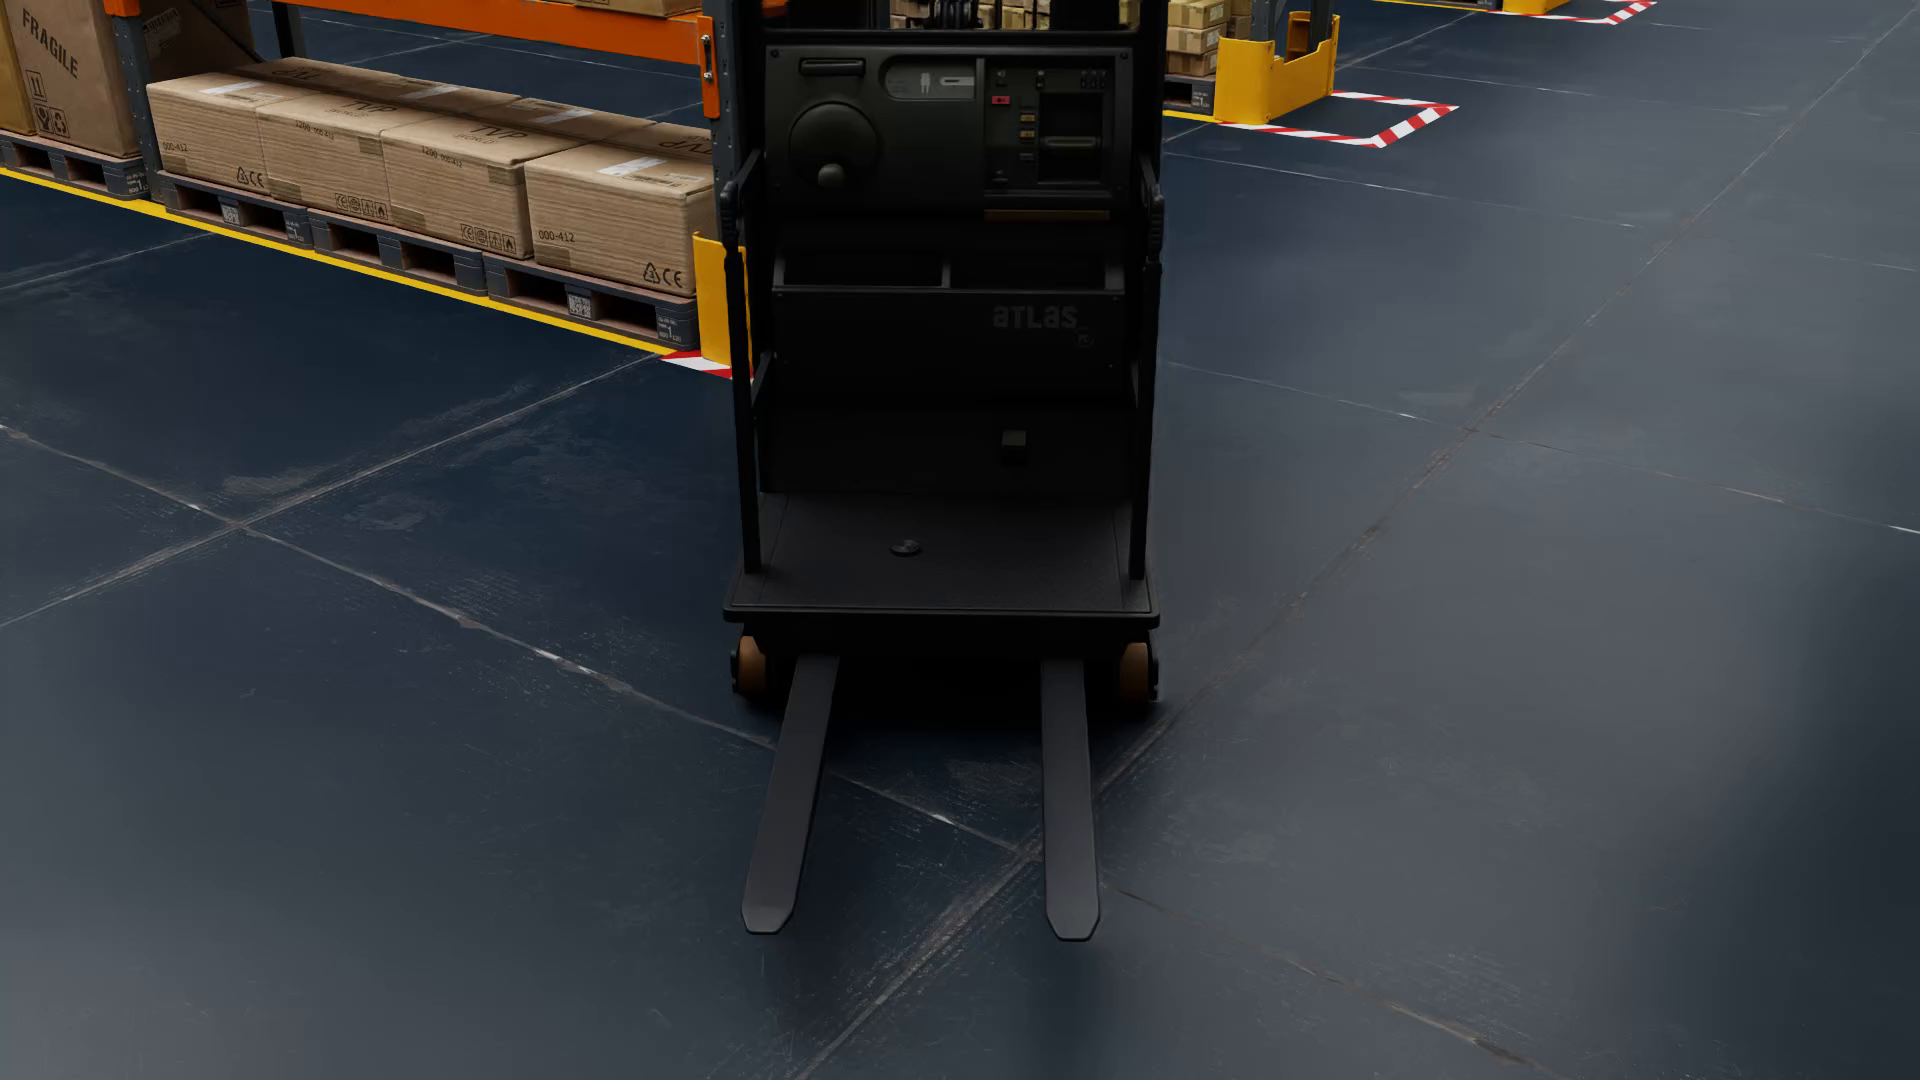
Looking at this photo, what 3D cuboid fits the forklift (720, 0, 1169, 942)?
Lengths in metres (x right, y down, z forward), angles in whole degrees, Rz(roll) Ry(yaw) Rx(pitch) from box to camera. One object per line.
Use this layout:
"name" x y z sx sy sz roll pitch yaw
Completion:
"forklift" -0.034 -1.022 4.026 1.130 2.935 3.031 1 27 2

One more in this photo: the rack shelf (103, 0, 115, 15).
"rack shelf" -5.563 -3.478 9.570 4.000 0.370 1.077 17 32 30

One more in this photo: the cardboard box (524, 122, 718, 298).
"cardboard box" -1.218 -1.435 7.124 0.875 0.438 0.875 16 31 29

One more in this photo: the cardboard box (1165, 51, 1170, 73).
"cardboard box" 1.281 -3.136 10.786 0.250 0.149 0.380 18 32 32

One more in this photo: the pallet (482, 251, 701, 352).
"pallet" -1.321 -1.191 7.357 1.213 0.211 1.003 17 32 30

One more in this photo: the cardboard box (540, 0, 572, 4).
"cardboard box" -1.570 -2.462 6.670 0.500 0.500 0.500 17 31 29

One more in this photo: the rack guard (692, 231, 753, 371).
"rack guard" -0.597 -1.137 6.934 0.348 0.500 1.175 17 32 30

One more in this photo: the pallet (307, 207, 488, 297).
"pallet" -2.322 -1.504 7.974 1.213 0.211 1.003 17 32 30

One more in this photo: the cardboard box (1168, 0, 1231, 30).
"cardboard box" 1.522 -3.357 10.564 0.250 0.149 0.380 18 32 31

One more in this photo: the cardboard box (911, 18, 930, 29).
"cardboard box" -0.144 -3.649 11.793 0.250 0.149 0.380 16 31 28

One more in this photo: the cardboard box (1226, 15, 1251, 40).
"cardboard box" 1.816 -3.414 11.003 0.250 0.149 0.380 19 32 32

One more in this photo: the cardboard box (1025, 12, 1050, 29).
"cardboard box" 0.642 -3.473 11.120 0.250 0.149 0.380 18 32 31

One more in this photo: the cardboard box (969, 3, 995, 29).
"cardboard box" 0.198 -3.606 11.381 0.250 0.149 0.380 18 32 31

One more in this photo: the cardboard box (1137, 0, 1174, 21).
"cardboard box" 1.348 -3.443 10.733 0.250 0.149 0.380 18 32 31

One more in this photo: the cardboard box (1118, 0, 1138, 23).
"cardboard box" 1.062 -3.462 10.770 0.250 0.149 0.380 17 31 29

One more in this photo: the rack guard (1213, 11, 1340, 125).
"rack guard" 2.039 -3.040 10.672 0.348 0.500 1.175 17 32 30

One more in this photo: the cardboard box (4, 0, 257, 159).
"cardboard box" -4.471 -2.654 9.038 0.875 0.875 0.875 18 32 32

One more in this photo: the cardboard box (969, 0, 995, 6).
"cardboard box" 0.245 -3.766 11.368 0.250 0.149 0.380 17 32 31

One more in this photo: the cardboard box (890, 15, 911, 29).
"cardboard box" -0.386 -3.705 11.903 0.250 0.149 0.380 17 31 29

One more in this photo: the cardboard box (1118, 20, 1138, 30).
"cardboard box" 1.076 -3.345 10.868 0.250 0.149 0.380 16 31 28

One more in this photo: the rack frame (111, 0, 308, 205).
"rack frame" -3.914 -3.285 8.397 0.127 3.000 1.000 17 32 30

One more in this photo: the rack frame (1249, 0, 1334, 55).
"rack frame" 2.102 -4.134 10.066 0.127 3.000 1.000 17 32 30

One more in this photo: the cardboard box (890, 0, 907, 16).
"cardboard box" -0.376 -3.847 11.854 0.250 0.149 0.380 16 31 28

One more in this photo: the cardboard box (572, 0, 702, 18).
"cardboard box" -1.165 -2.327 6.405 0.500 0.500 0.500 18 32 31

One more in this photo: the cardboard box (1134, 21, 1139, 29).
"cardboard box" 1.320 -3.299 10.778 0.250 0.149 0.380 16 31 29

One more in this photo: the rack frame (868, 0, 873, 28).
"rack frame" -0.390 -1.540 5.951 0.015 2.100 0.400 11 29 20

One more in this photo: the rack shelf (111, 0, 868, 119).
"rack shelf" -2.266 -2.451 7.551 4.000 0.370 1.077 17 32 30

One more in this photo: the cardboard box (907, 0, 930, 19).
"cardboard box" -0.163 -3.767 11.698 0.250 0.149 0.380 19 33 33

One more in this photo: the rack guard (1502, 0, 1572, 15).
"rack guard" 5.013 -4.842 14.214 0.348 0.500 1.175 17 32 30

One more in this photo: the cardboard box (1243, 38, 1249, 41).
"cardboard box" 1.851 -3.305 11.117 0.250 0.149 0.380 18 32 31

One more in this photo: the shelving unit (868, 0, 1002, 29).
"shelving unit" -0.165 -1.495 5.868 0.503 2.100 0.431 11 29 20

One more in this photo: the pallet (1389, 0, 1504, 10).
"pallet" 4.290 -4.896 14.638 1.213 0.211 1.003 17 32 30

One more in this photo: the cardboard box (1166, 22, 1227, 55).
"cardboard box" 1.505 -3.212 10.607 0.250 0.149 0.380 16 31 29

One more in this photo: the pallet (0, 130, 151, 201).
"pallet" -4.593 -2.212 9.364 1.213 0.211 1.003 17 32 30

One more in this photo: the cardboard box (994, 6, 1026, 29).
"cardboard box" 0.441 -3.546 11.263 0.250 0.149 0.380 19 33 33

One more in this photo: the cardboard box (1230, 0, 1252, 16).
"cardboard box" 1.863 -3.577 10.997 0.250 0.149 0.380 16 31 28

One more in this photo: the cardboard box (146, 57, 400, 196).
"cardboard box" -3.458 -2.129 8.488 0.875 0.438 0.875 17 31 30

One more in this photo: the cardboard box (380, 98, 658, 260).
"cardboard box" -1.977 -1.667 7.580 0.875 0.438 0.875 18 32 32

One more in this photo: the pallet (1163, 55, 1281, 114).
"pallet" 1.390 -3.133 11.173 1.213 0.211 1.003 17 32 30

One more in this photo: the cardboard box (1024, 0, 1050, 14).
"cardboard box" 0.632 -3.600 11.042 0.250 0.149 0.380 19 32 32

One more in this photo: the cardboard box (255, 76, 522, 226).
"cardboard box" -2.719 -1.899 8.036 0.875 0.438 0.875 16 31 29

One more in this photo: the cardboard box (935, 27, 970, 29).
"cardboard box" 0.016 -3.546 11.591 0.250 0.149 0.380 16 31 29

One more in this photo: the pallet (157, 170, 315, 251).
"pallet" -3.332 -1.817 8.589 1.213 0.211 1.003 17 32 30

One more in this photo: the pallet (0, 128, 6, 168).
"pallet" -5.603 -2.525 9.979 1.213 0.211 1.003 17 32 30

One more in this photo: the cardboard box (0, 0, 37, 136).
"cardboard box" -5.220 -2.883 9.488 0.875 0.875 0.875 18 32 32

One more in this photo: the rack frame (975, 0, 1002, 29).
"rack frame" 0.060 -1.451 5.785 0.015 2.100 0.400 11 29 20

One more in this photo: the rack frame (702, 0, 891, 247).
"rack frame" -0.617 -2.258 6.379 0.127 3.000 1.000 17 32 30

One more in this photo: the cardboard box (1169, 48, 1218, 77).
"cardboard box" 1.550 -3.108 10.730 0.250 0.149 0.380 18 32 31

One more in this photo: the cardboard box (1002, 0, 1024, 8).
"cardboard box" 0.477 -3.710 11.256 0.250 0.149 0.380 16 31 29
